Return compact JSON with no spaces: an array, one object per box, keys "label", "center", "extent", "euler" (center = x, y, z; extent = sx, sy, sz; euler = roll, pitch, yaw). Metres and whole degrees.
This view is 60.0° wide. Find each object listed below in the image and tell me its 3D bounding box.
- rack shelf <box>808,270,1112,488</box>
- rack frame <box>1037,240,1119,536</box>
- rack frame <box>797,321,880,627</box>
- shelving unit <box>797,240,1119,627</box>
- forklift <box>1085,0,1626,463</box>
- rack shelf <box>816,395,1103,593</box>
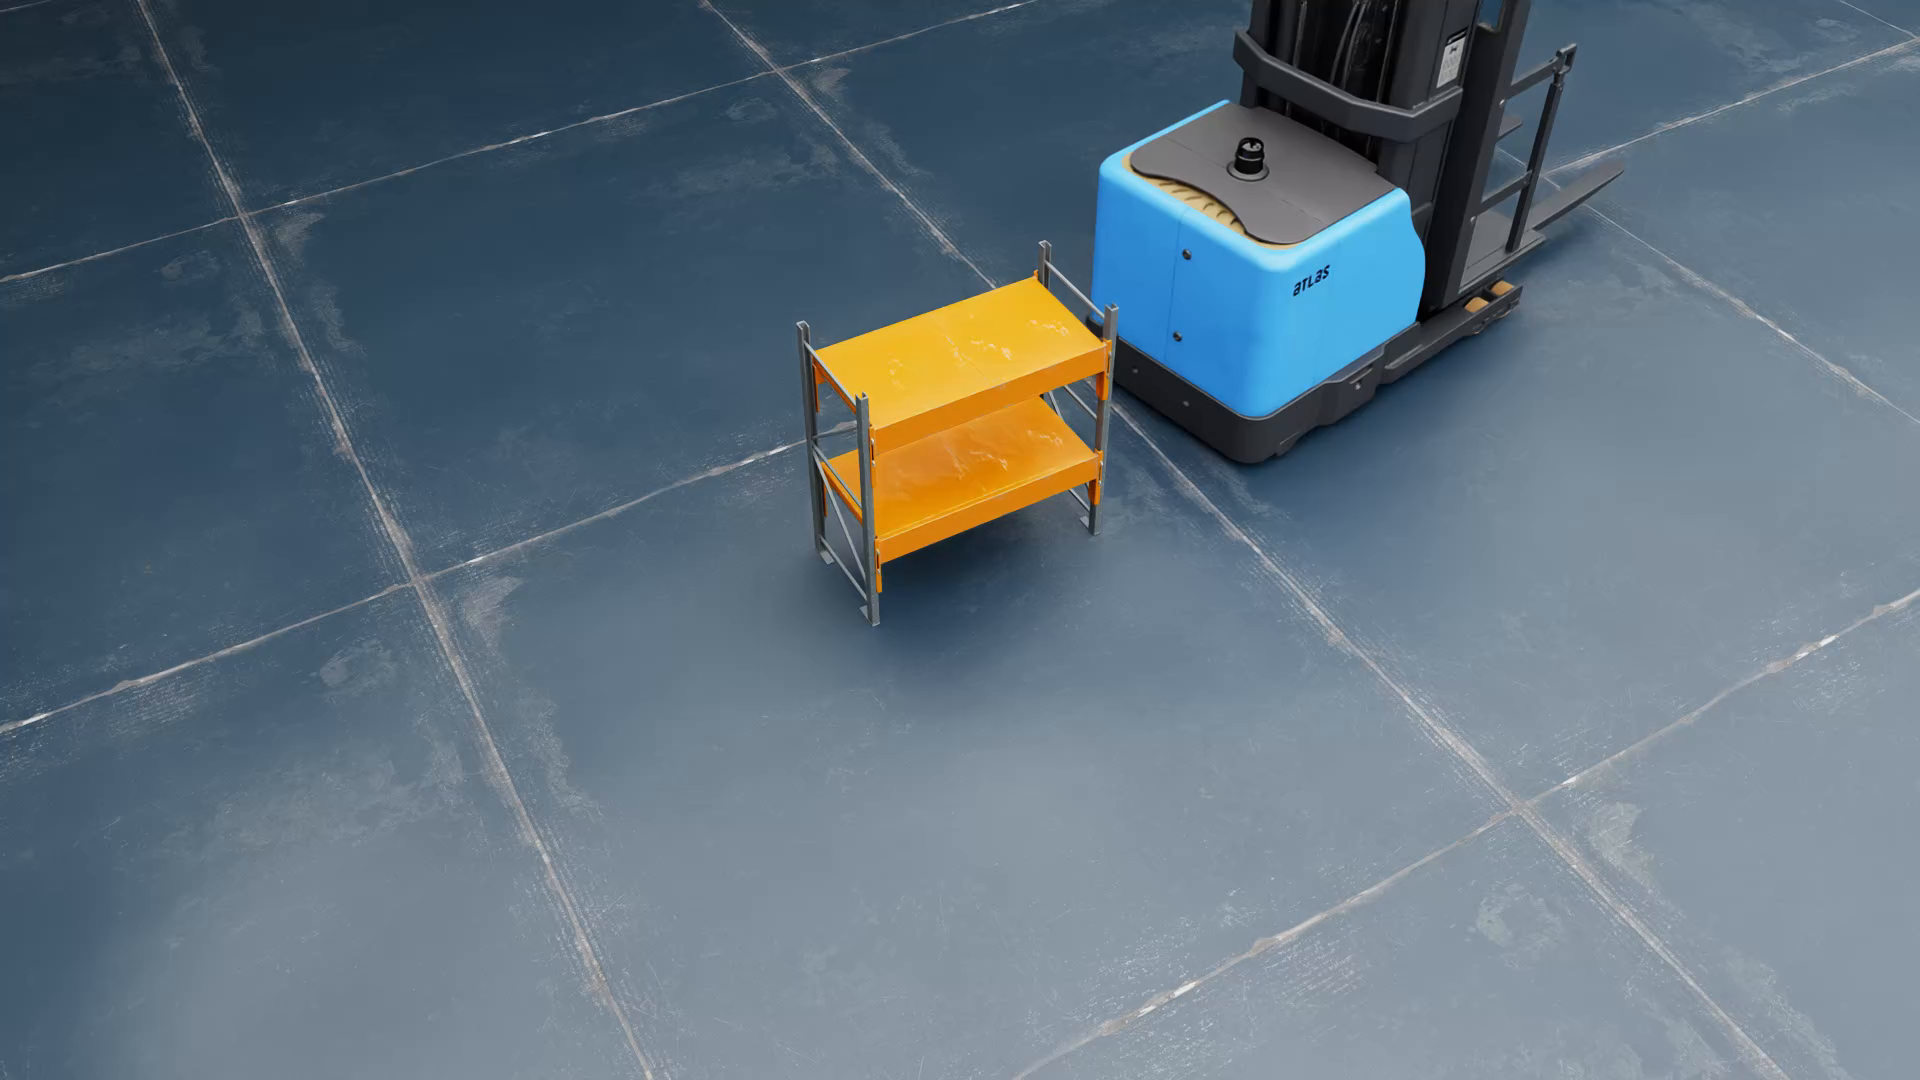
[{"label":"rack shelf","center":[-0.006,-0.611,6.152],"extent":[1.000,0.278,0.538],"euler":[-22,48,-21]},{"label":"rack frame","center":[0.435,-0.578,6.538],"extent":[0.032,1.125,0.500],"euler":[-22,48,-21]},{"label":"rack frame","center":[-0.447,-0.225,6.174],"extent":[0.032,1.125,0.500],"euler":[-22,48,-21]},{"label":"shelving unit","center":[-0.006,-0.401,6.356],"extent":[1.048,1.125,0.538],"euler":[-22,48,-21]},{"label":"forklift","center":[1.999,-2.260,6.974],"extent":[3.031,2.935,1.130],"euler":[-31,52,-28]},{"label":"rack shelf","center":[-0.006,-0.226,6.526],"extent":[1.000,0.278,0.538],"euler":[-22,48,-21]}]
